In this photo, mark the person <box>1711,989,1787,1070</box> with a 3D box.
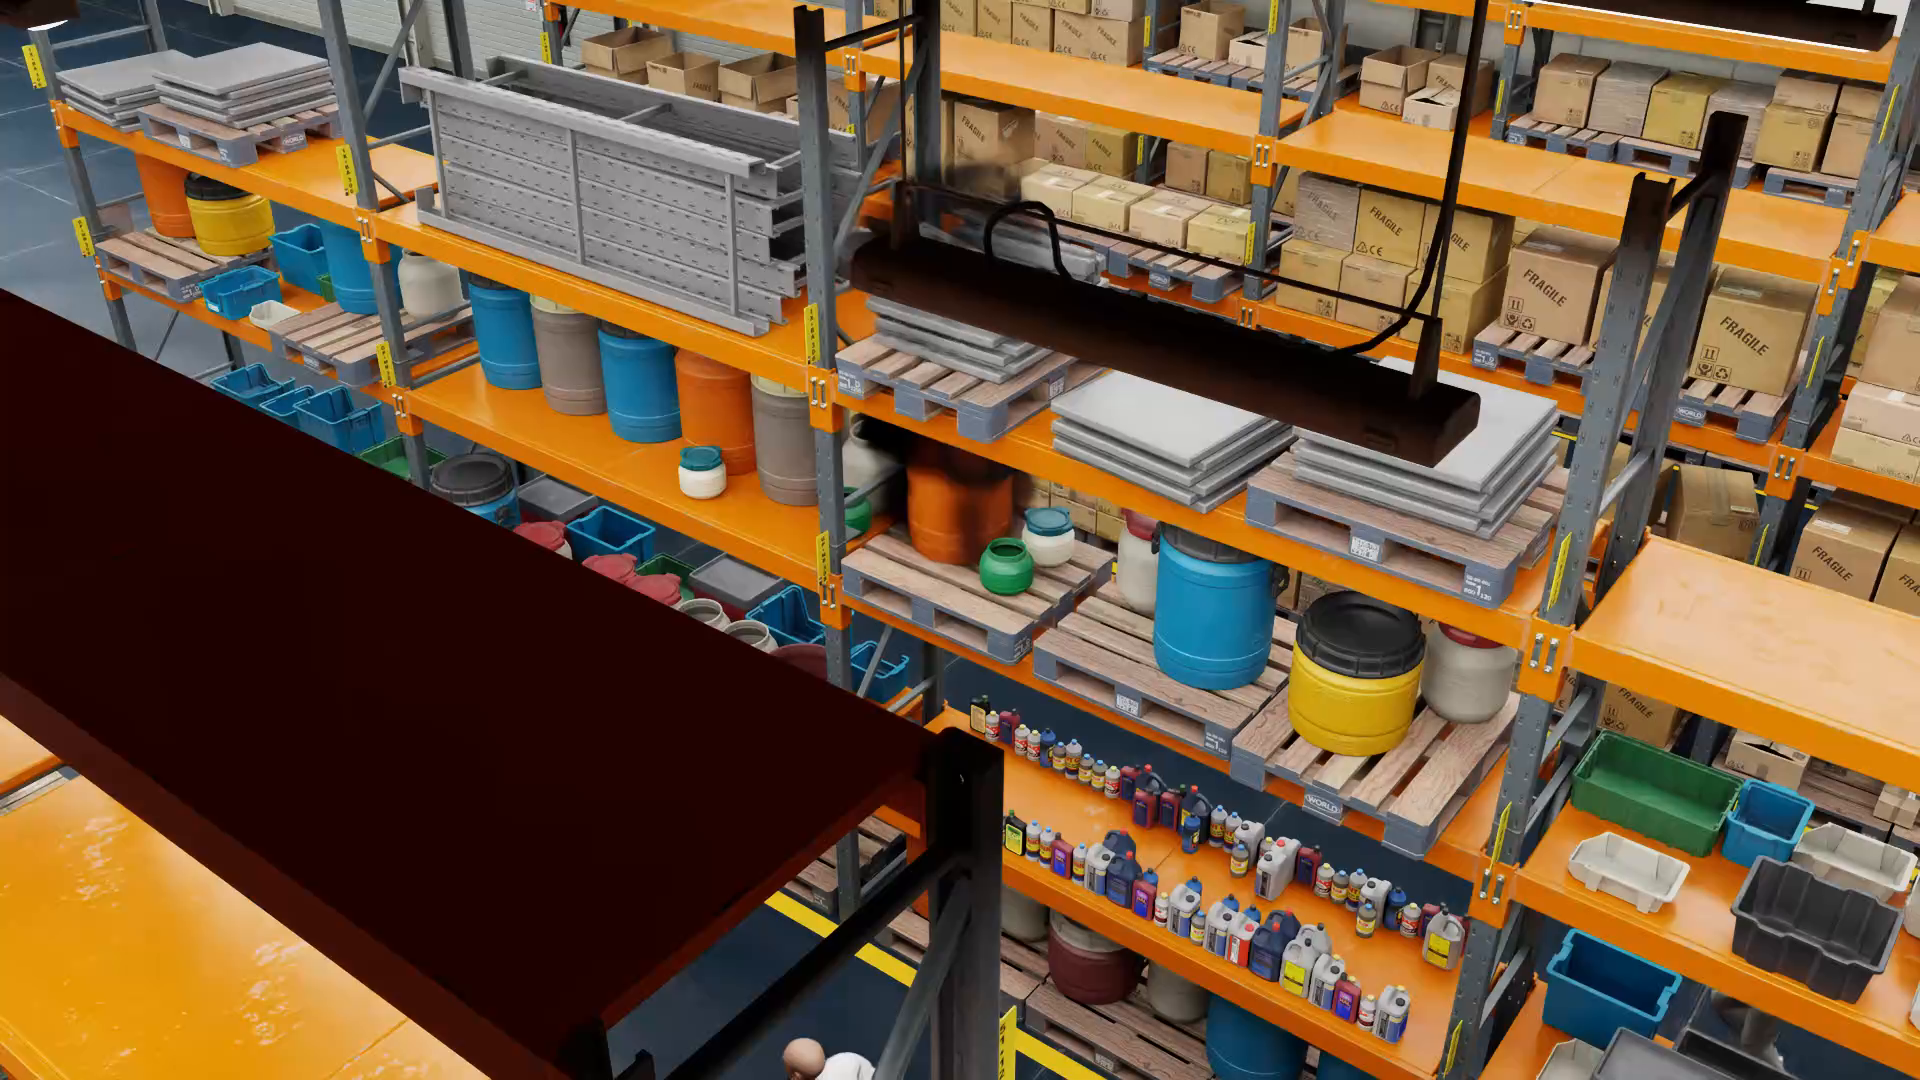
[{"bbox_3d":[4.619,2.552,9.499,0.622,1.630,0.552,18,36,27],"label":"person"}]

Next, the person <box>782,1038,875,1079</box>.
[{"bbox_3d":[-0.577,3.198,8.415,0.716,1.714,0.704,12,33,19],"label":"person"}]
